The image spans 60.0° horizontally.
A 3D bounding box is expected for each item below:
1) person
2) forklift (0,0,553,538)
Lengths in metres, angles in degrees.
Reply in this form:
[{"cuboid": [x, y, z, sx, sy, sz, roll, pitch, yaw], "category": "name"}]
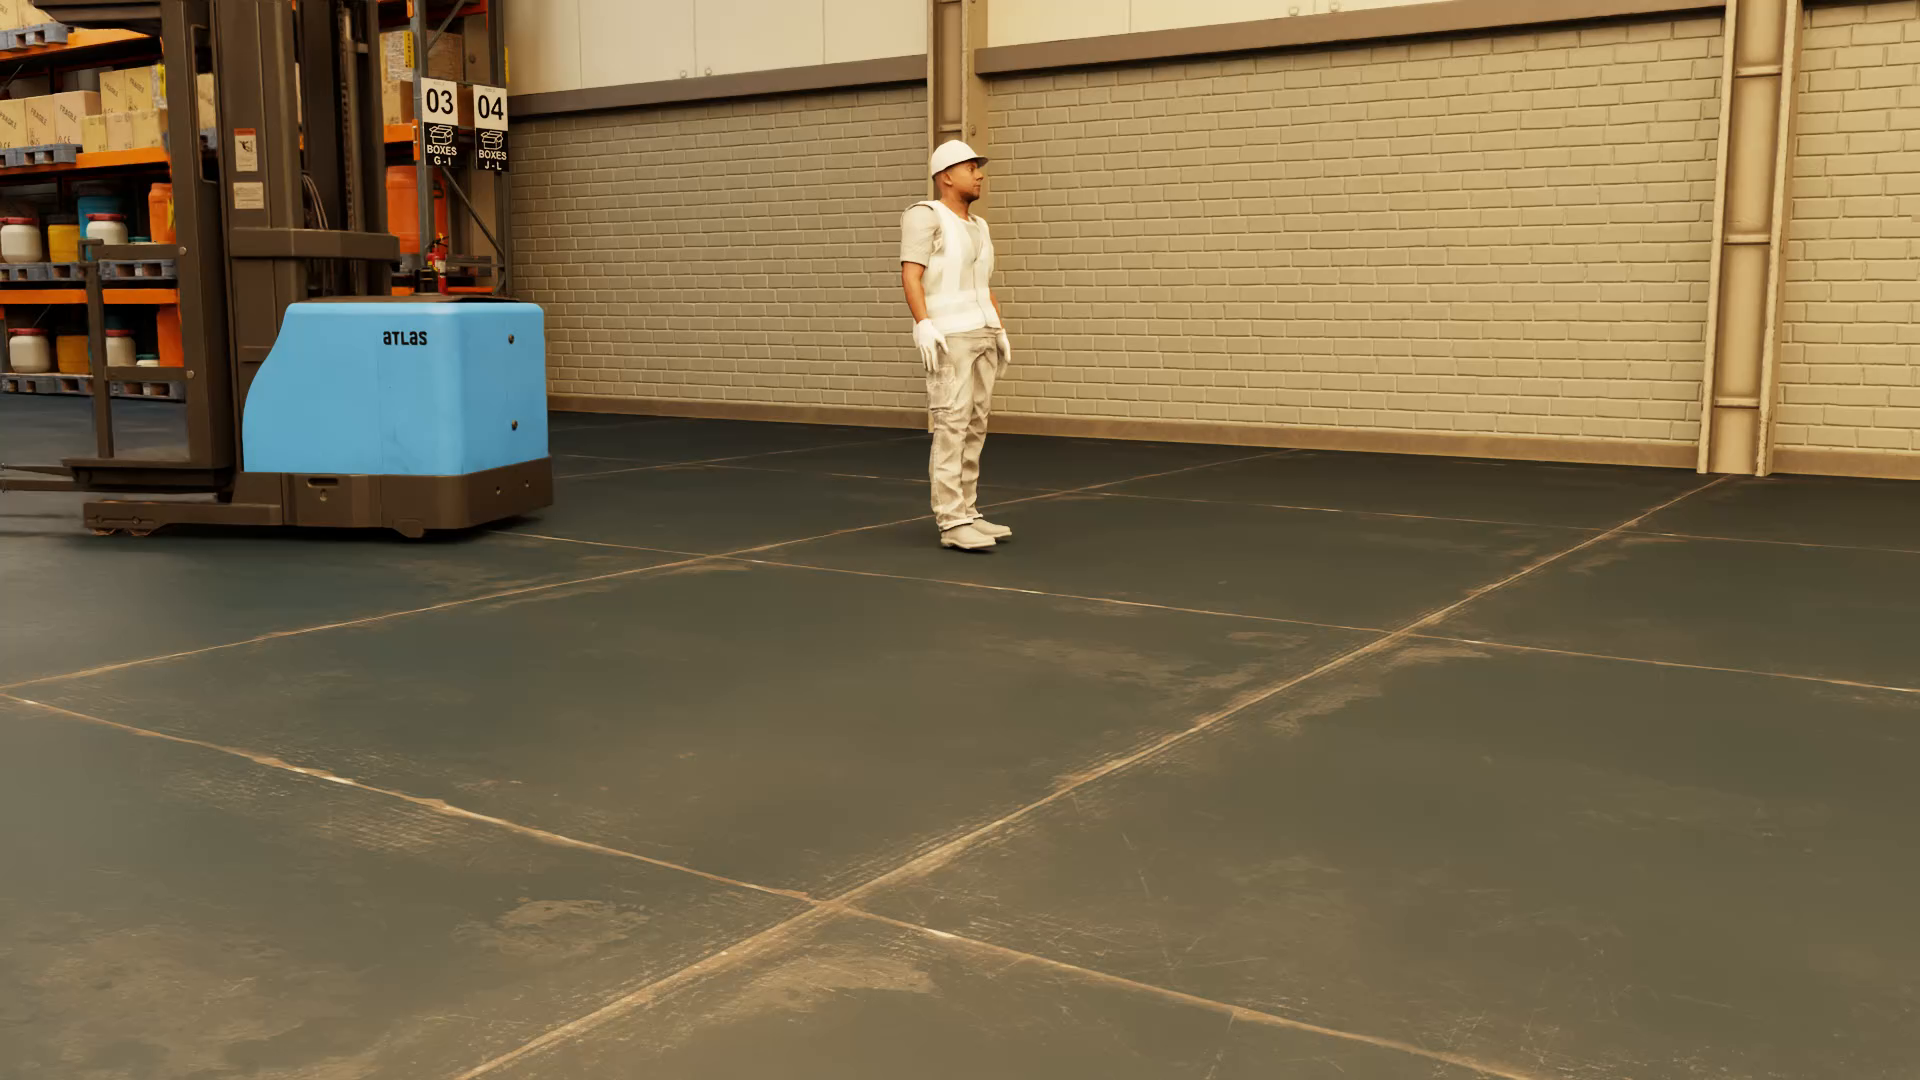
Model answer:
[{"cuboid": [0.055, -0.884, 7.430, 0.575, 1.785, 0.657, 5, 10, 34], "category": "person"}, {"cuboid": [-3.610, -1.537, 7.999, 3.031, 2.935, 1.130, 2, 8, 11], "category": "forklift"}]
